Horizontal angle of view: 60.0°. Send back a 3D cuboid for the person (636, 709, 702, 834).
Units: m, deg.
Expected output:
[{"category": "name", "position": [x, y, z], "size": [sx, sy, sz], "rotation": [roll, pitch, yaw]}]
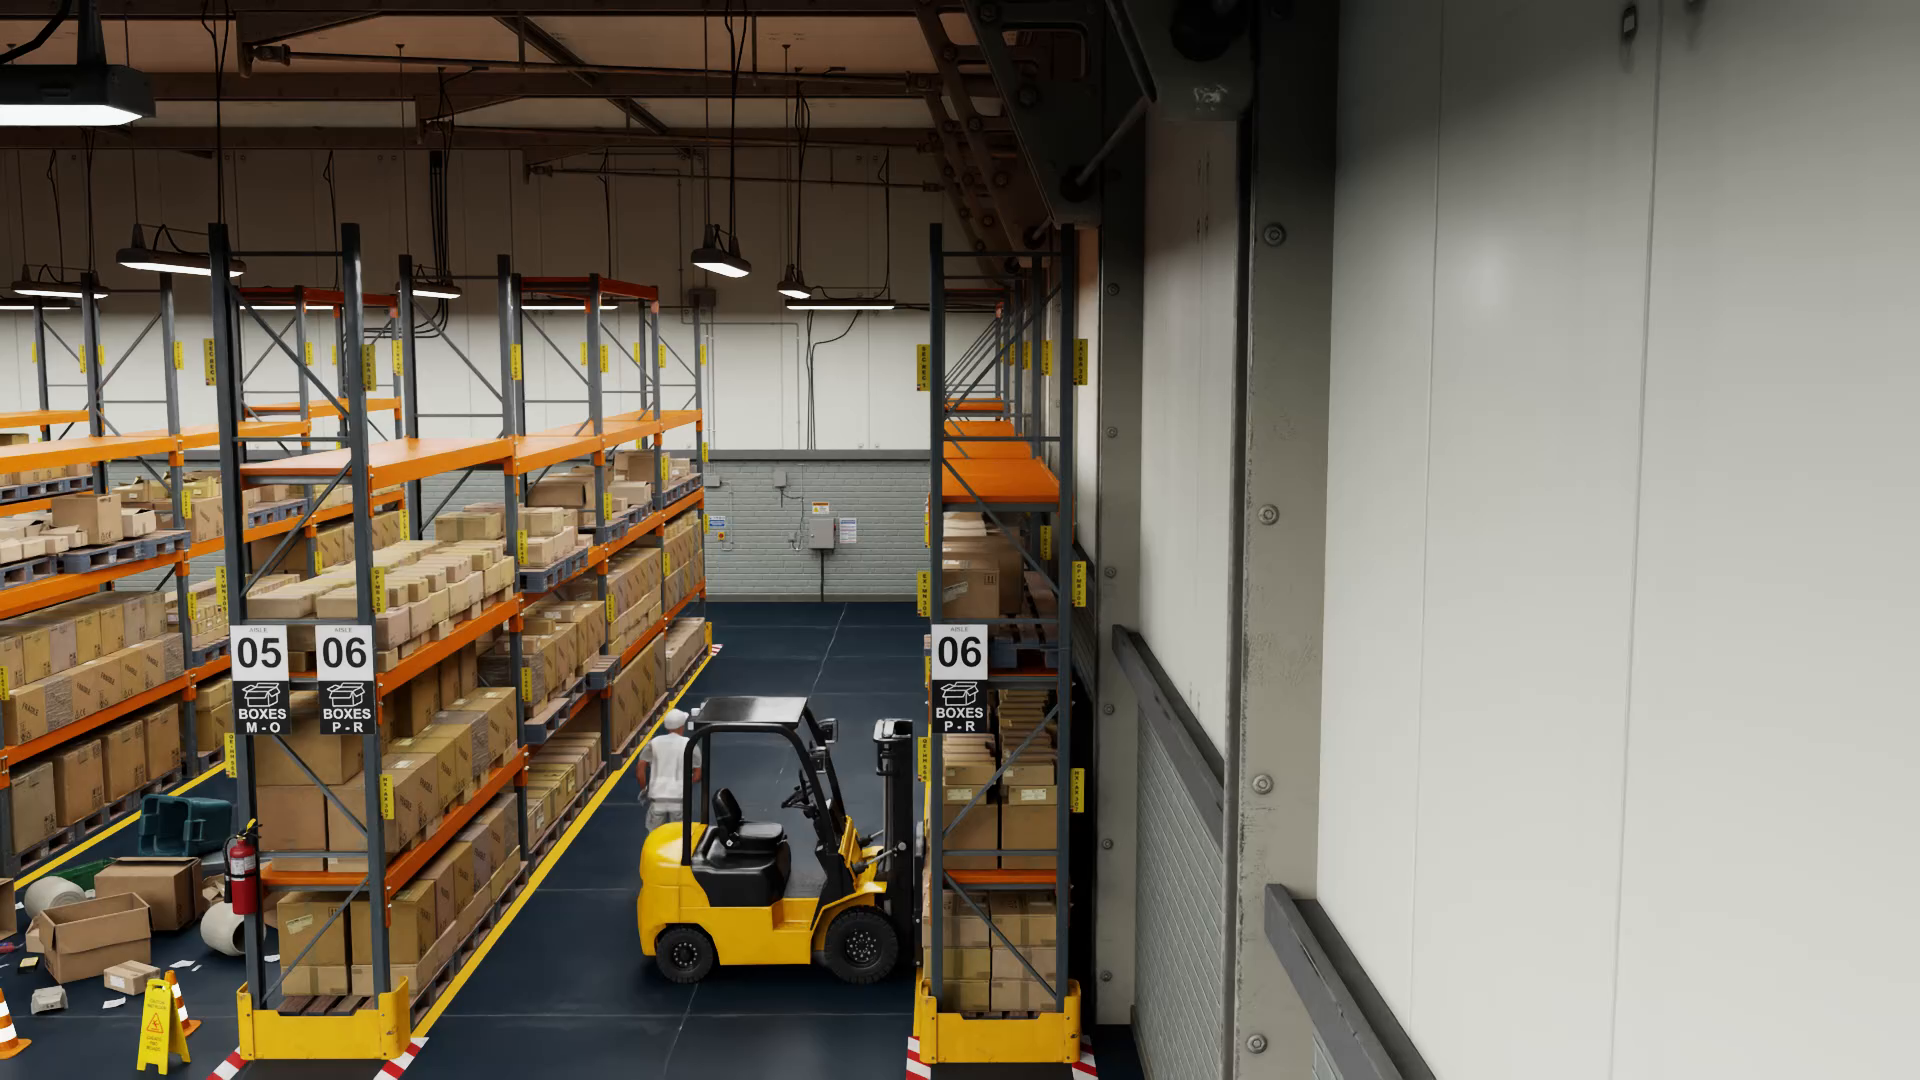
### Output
[{"category": "person", "position": [-2.780, 2.479, 15.974], "size": [0.653, 1.685, 0.778], "rotation": [0, 7, 0]}]
